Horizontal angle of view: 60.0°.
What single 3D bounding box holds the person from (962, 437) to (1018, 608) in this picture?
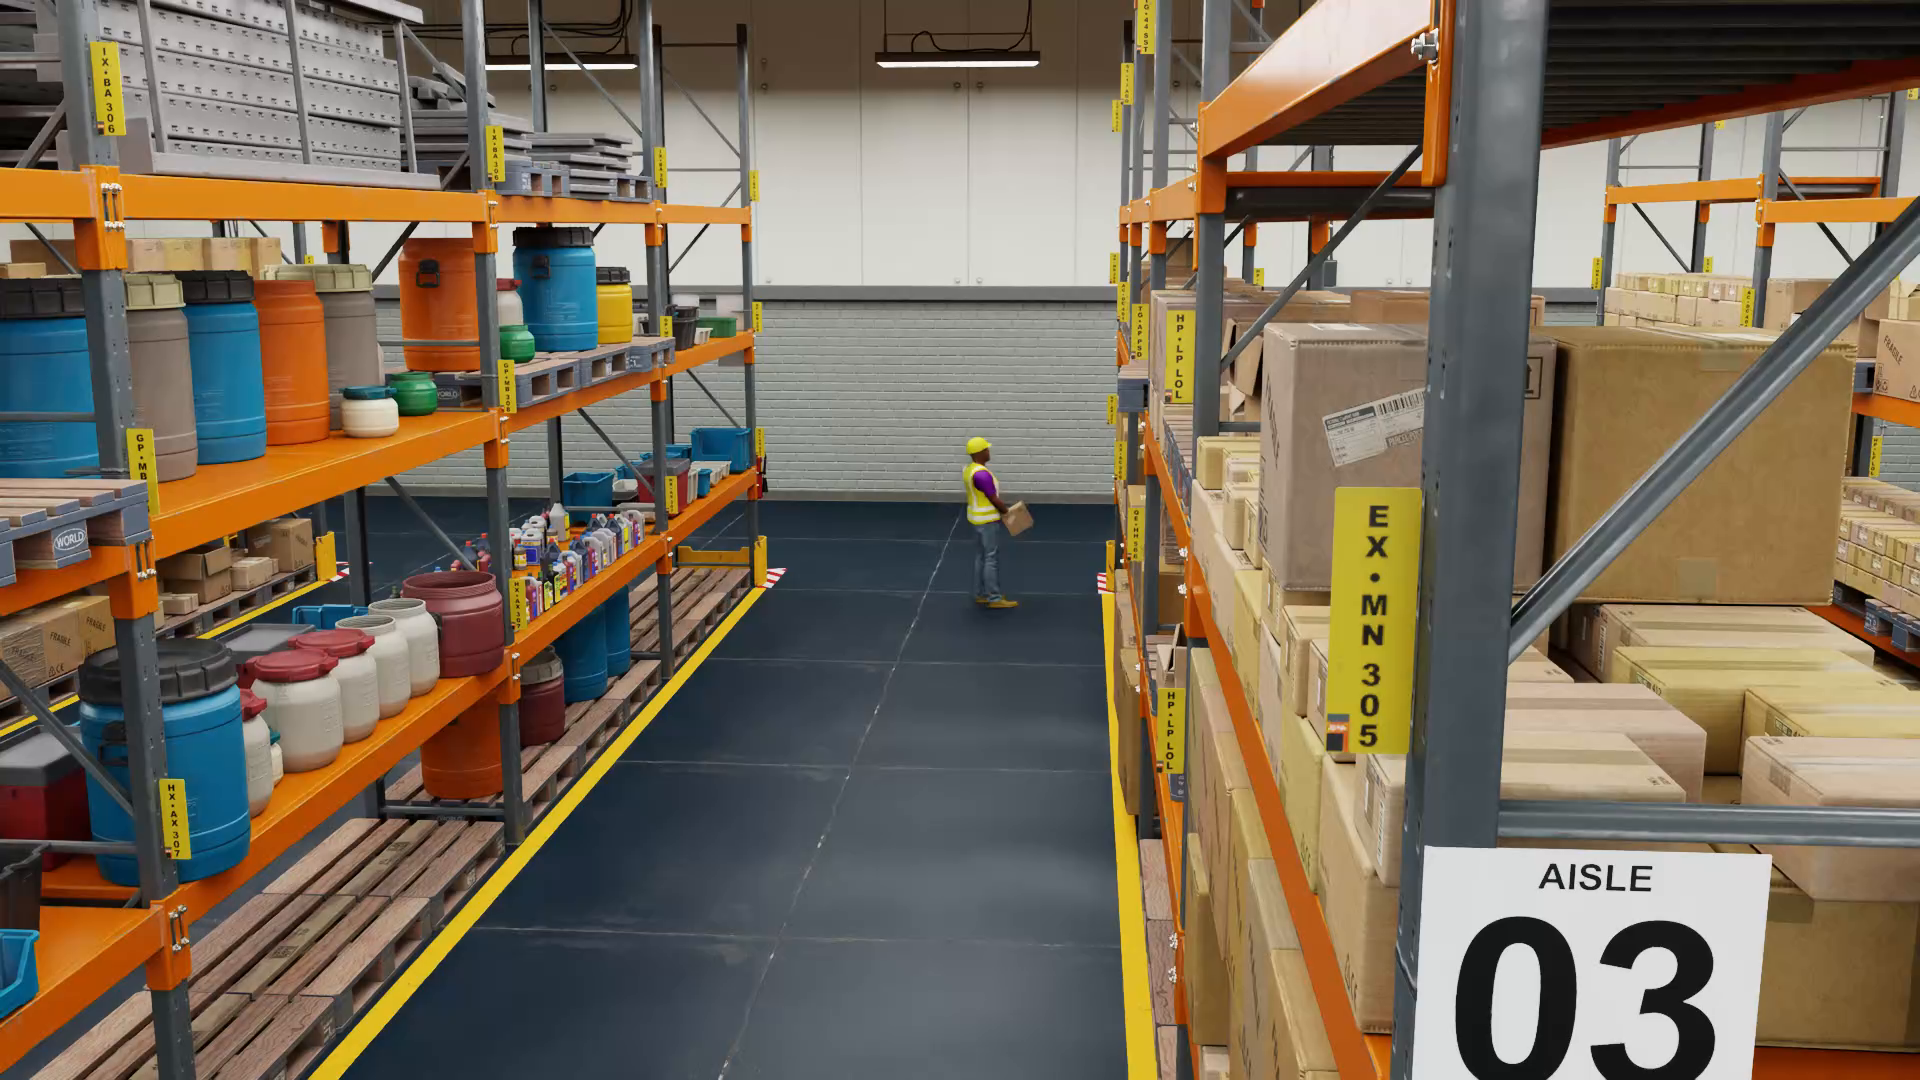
[{"bbox_3d":[0.318,-0.193,17.382,0.539,1.767,0.582,-3,11,-17],"label":"person"}]
